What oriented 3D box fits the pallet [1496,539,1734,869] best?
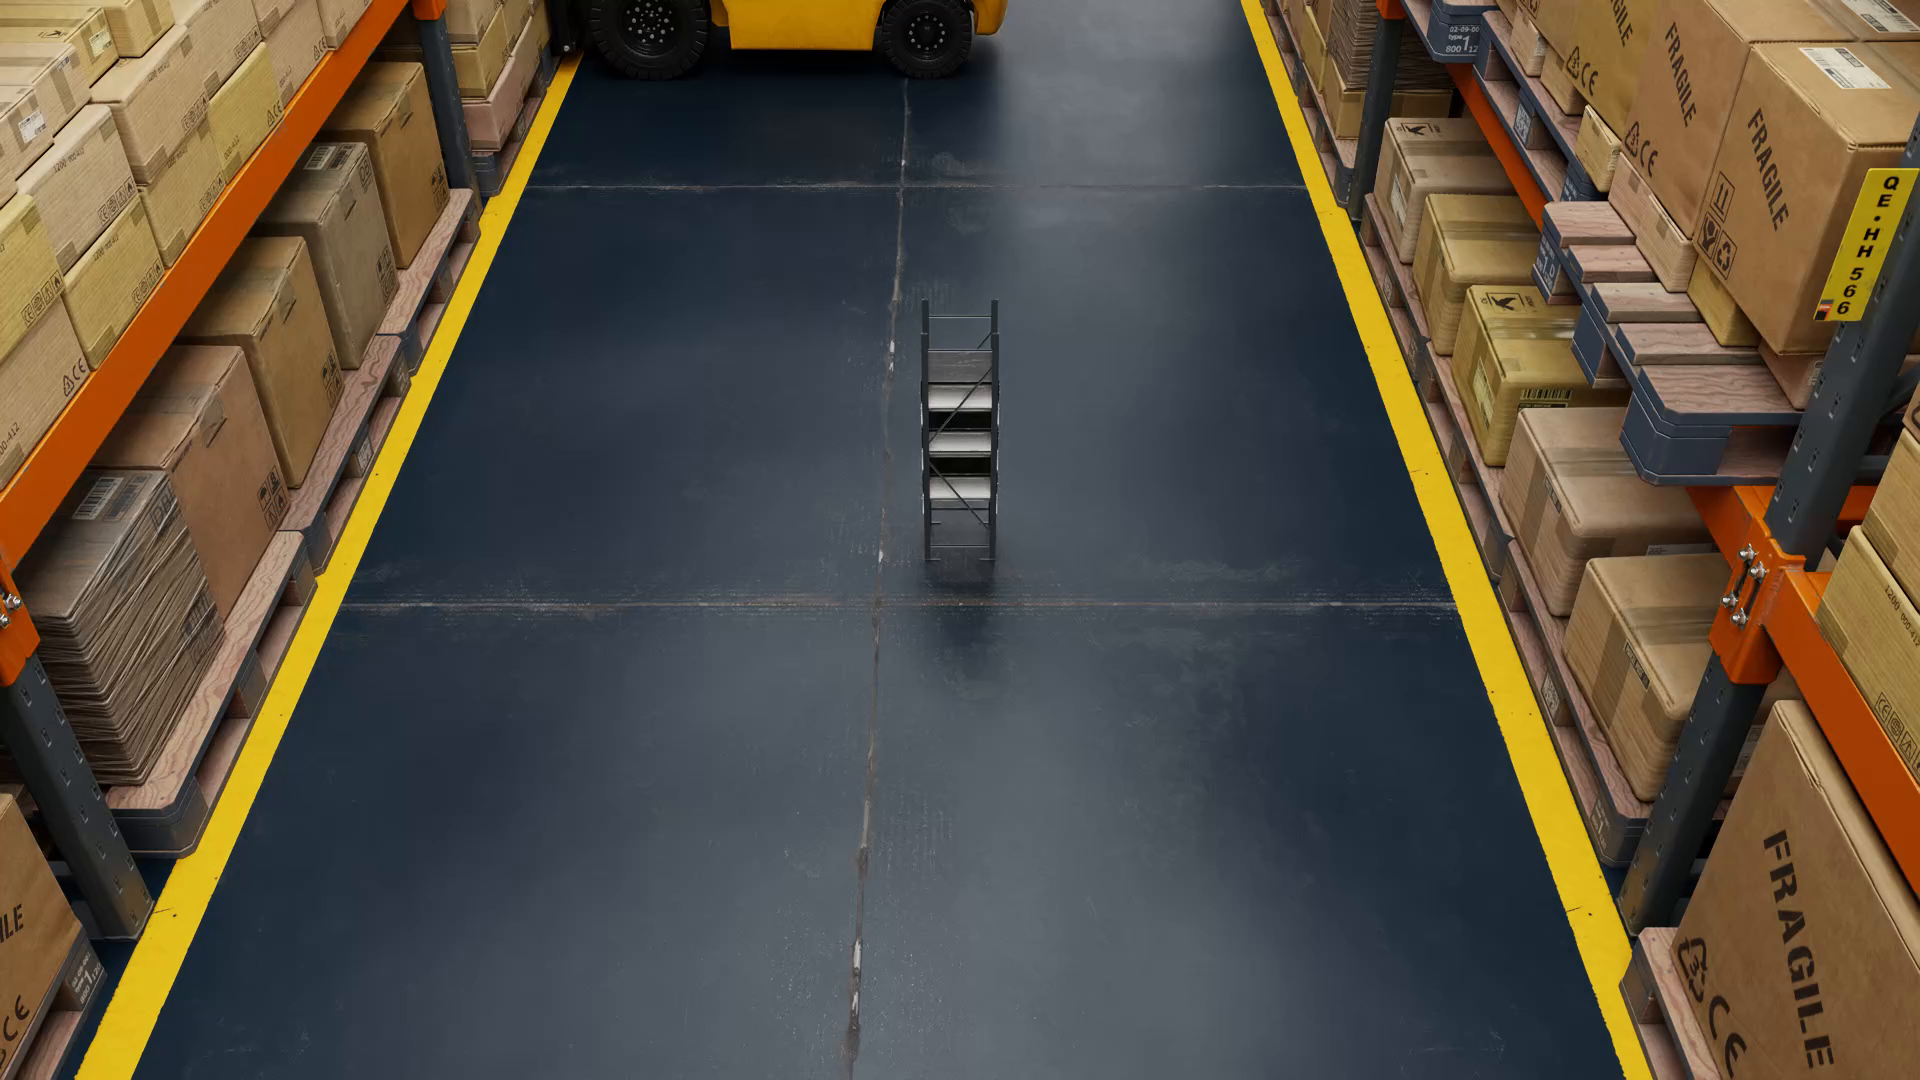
[{"bbox_3d":[2.282,0.452,5.017,1.003,0.211,1.213,0,39,0],"label":"pallet"}]

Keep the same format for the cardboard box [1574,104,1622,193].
[{"bbox_3d":[1.921,-1.072,4.555,0.380,0.149,0.250,1,39,1],"label":"cardboard box"}]

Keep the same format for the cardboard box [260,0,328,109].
[{"bbox_3d":[-2.449,-1.644,5.523,0.500,0.250,0.500,0,39,0],"label":"cardboard box"}]

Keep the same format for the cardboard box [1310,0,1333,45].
[{"bbox_3d":[2.005,-2.720,8.009,0.500,0.500,0.500,1,39,1],"label":"cardboard box"}]

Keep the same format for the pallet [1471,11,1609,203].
[{"bbox_3d":[2.238,-1.310,5.139,1.003,0.211,1.213,0,39,0],"label":"pallet"}]

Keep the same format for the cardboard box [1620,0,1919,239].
[{"bbox_3d":[1.991,-1.073,4.037,0.500,0.500,0.500,-1,39,-1],"label":"cardboard box"}]

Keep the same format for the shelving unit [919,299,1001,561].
[{"bbox_3d":[0.000,-0.346,5.462,0.258,0.900,0.210,0,39,0],"label":"shelving unit"}]

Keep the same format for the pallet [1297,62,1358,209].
[{"bbox_3d":[2.240,-1.980,8.052,1.003,0.211,1.213,0,39,0],"label":"pallet"}]

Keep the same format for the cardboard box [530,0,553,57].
[{"bbox_3d":[-2.389,-2.675,8.552,0.500,0.250,0.500,1,39,1],"label":"cardboard box"}]

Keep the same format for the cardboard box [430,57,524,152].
[{"bbox_3d":[-2.357,-2.036,7.755,0.500,0.250,0.500,0,39,0],"label":"cardboard box"}]

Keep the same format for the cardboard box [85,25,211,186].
[{"bbox_3d":[-2.421,-1.196,4.564,0.500,0.250,0.500,-1,39,-1],"label":"cardboard box"}]

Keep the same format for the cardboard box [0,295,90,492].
[{"bbox_3d":[-2.439,-0.360,3.921,0.500,0.250,0.500,0,39,0],"label":"cardboard box"}]

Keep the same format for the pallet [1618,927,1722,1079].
[{"bbox_3d":[2.207,1.434,3.792,1.003,0.211,1.213,0,39,0],"label":"pallet"}]

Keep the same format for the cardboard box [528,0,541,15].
[{"bbox_3d":[-2.371,-2.861,8.384,0.500,0.250,0.500,0,39,0],"label":"cardboard box"}]

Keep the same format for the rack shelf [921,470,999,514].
[{"bbox_3d":[0.000,-0.180,5.596,0.258,0.077,0.200,0,39,0],"label":"rack shelf"}]

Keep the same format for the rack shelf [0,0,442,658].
[{"bbox_3d":[-2.685,-1.111,5.313,1.077,0.370,4.000,0,39,0],"label":"rack shelf"}]

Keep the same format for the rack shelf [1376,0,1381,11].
[{"bbox_3d":[2.274,-3.618,8.442,1.077,0.370,4.000,0,39,0],"label":"rack shelf"}]

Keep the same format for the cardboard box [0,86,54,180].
[{"bbox_3d":[-2.416,-0.960,3.951,0.380,0.149,0.250,1,39,1],"label":"cardboard box"}]

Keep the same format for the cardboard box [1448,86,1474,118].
[{"bbox_3d":[2.546,-2.108,7.845,0.500,0.250,0.500,-2,39,-2],"label":"cardboard box"}]

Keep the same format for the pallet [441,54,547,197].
[{"bbox_3d":[-2.646,-2.052,8.141,1.003,0.211,1.213,0,39,0],"label":"pallet"}]

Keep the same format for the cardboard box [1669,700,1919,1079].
[{"bbox_3d":[2.199,0.950,3.529,0.875,0.875,0.875,0,39,0],"label":"cardboard box"}]

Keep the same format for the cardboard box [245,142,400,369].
[{"bbox_3d":[-2.682,-1.068,6.247,0.875,0.625,0.625,0,39,0],"label":"cardboard box"}]

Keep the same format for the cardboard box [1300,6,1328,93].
[{"bbox_3d":[1.996,-2.442,8.261,0.500,0.250,0.500,-1,39,-1],"label":"cardboard box"}]

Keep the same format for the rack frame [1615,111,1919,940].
[{"bbox_3d":[2.281,-0.147,3.535,1.000,3.000,0.127,0,39,0],"label":"rack frame"}]

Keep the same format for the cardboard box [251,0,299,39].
[{"bbox_3d":[-2.428,-1.831,5.356,0.500,0.250,0.500,1,39,1],"label":"cardboard box"}]

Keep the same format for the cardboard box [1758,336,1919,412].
[{"bbox_3d":[2.045,-0.418,3.738,0.380,0.149,0.250,1,39,2],"label":"cardboard box"}]

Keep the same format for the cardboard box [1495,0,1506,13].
[{"bbox_3d":[1.988,-1.874,5.555,0.380,0.149,0.250,1,39,1],"label":"cardboard box"}]

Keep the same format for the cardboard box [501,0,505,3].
[{"bbox_3d":[-2.364,-2.746,7.841,0.500,0.250,0.500,0,39,0],"label":"cardboard box"}]

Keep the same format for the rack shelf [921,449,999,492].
[{"bbox_3d":[0.000,-0.250,5.539,0.258,0.077,0.200,0,39,0],"label":"rack shelf"}]

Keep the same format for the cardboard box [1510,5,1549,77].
[{"bbox_3d":[1.935,-1.553,5.155,0.380,0.149,0.250,1,39,2],"label":"cardboard box"}]

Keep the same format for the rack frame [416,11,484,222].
[{"bbox_3d":[-2.687,-2.643,6.649,1.000,3.000,0.127,0,39,0],"label":"rack frame"}]

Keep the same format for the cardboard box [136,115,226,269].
[{"bbox_3d":[-2.442,-0.997,4.715,0.500,0.250,0.500,-1,39,-2],"label":"cardboard box"}]

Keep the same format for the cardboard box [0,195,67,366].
[{"bbox_3d":[-2.414,-0.555,3.765,0.500,0.250,0.500,0,39,0],"label":"cardboard box"}]

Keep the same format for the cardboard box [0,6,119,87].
[{"bbox_3d":[-2.459,-1.281,4.351,0.380,0.149,0.250,0,39,0],"label":"cardboard box"}]

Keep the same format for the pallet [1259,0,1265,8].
[{"bbox_3d":[2.238,-3.506,9.956,1.003,0.211,1.213,0,39,0],"label":"pallet"}]

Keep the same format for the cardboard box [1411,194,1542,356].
[{"bbox_3d":[2.284,-1.009,6.376,0.950,0.372,0.625,2,39,3],"label":"cardboard box"}]

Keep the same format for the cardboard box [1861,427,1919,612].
[{"bbox_3d":[2.035,0.033,3.030,0.500,0.250,0.500,0,39,0],"label":"cardboard box"}]

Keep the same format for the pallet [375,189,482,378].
[{"bbox_3d":[-2.647,-1.094,6.946,1.003,0.211,1.213,0,39,0],"label":"pallet"}]

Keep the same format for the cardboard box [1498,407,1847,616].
[{"bbox_3d":[2.282,-0.100,5.242,0.950,0.372,0.625,-1,39,-1],"label":"cardboard box"}]

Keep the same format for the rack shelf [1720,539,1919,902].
[{"bbox_3d":[2.283,1.384,2.199,1.077,0.370,4.000,0,39,0],"label":"rack shelf"}]

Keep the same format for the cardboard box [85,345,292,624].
[{"bbox_3d":[-2.678,-0.177,5.135,0.875,0.625,0.625,1,39,1],"label":"cardboard box"}]

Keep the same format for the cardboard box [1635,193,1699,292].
[{"bbox_3d":[1.928,-0.743,4.143,0.380,0.149,0.250,0,39,0],"label":"cardboard box"}]

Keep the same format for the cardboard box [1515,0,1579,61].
[{"bbox_3d":[1.990,-1.730,4.857,0.500,0.500,0.500,-2,39,-2],"label":"cardboard box"}]

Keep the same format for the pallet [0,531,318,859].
[{"bbox_3d":[-2.644,0.432,5.042,1.003,0.211,1.213,0,39,0],"label":"pallet"}]

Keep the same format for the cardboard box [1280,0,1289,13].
[{"bbox_3d":[2.003,-3.076,9.052,0.500,0.250,0.500,2,39,3],"label":"cardboard box"}]

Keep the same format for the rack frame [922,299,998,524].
[{"bbox_3d":[0.000,-0.410,5.542,0.240,0.900,0.006,0,39,0],"label":"rack frame"}]

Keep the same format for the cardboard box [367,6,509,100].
[{"bbox_3d":[-2.379,-2.231,7.599,0.500,0.250,0.500,0,39,0],"label":"cardboard box"}]

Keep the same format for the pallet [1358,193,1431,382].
[{"bbox_3d":[2.279,-1.073,6.921,1.003,0.211,1.213,0,39,0],"label":"pallet"}]

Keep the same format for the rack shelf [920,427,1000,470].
[{"bbox_3d":[0.000,-0.320,5.483,0.258,0.077,0.200,0,39,0],"label":"rack shelf"}]

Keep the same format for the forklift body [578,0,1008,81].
[{"bbox_3d":[-0.865,-3.628,8.558,2.313,2.155,1.214,0,39,0],"label":"forklift body"}]
